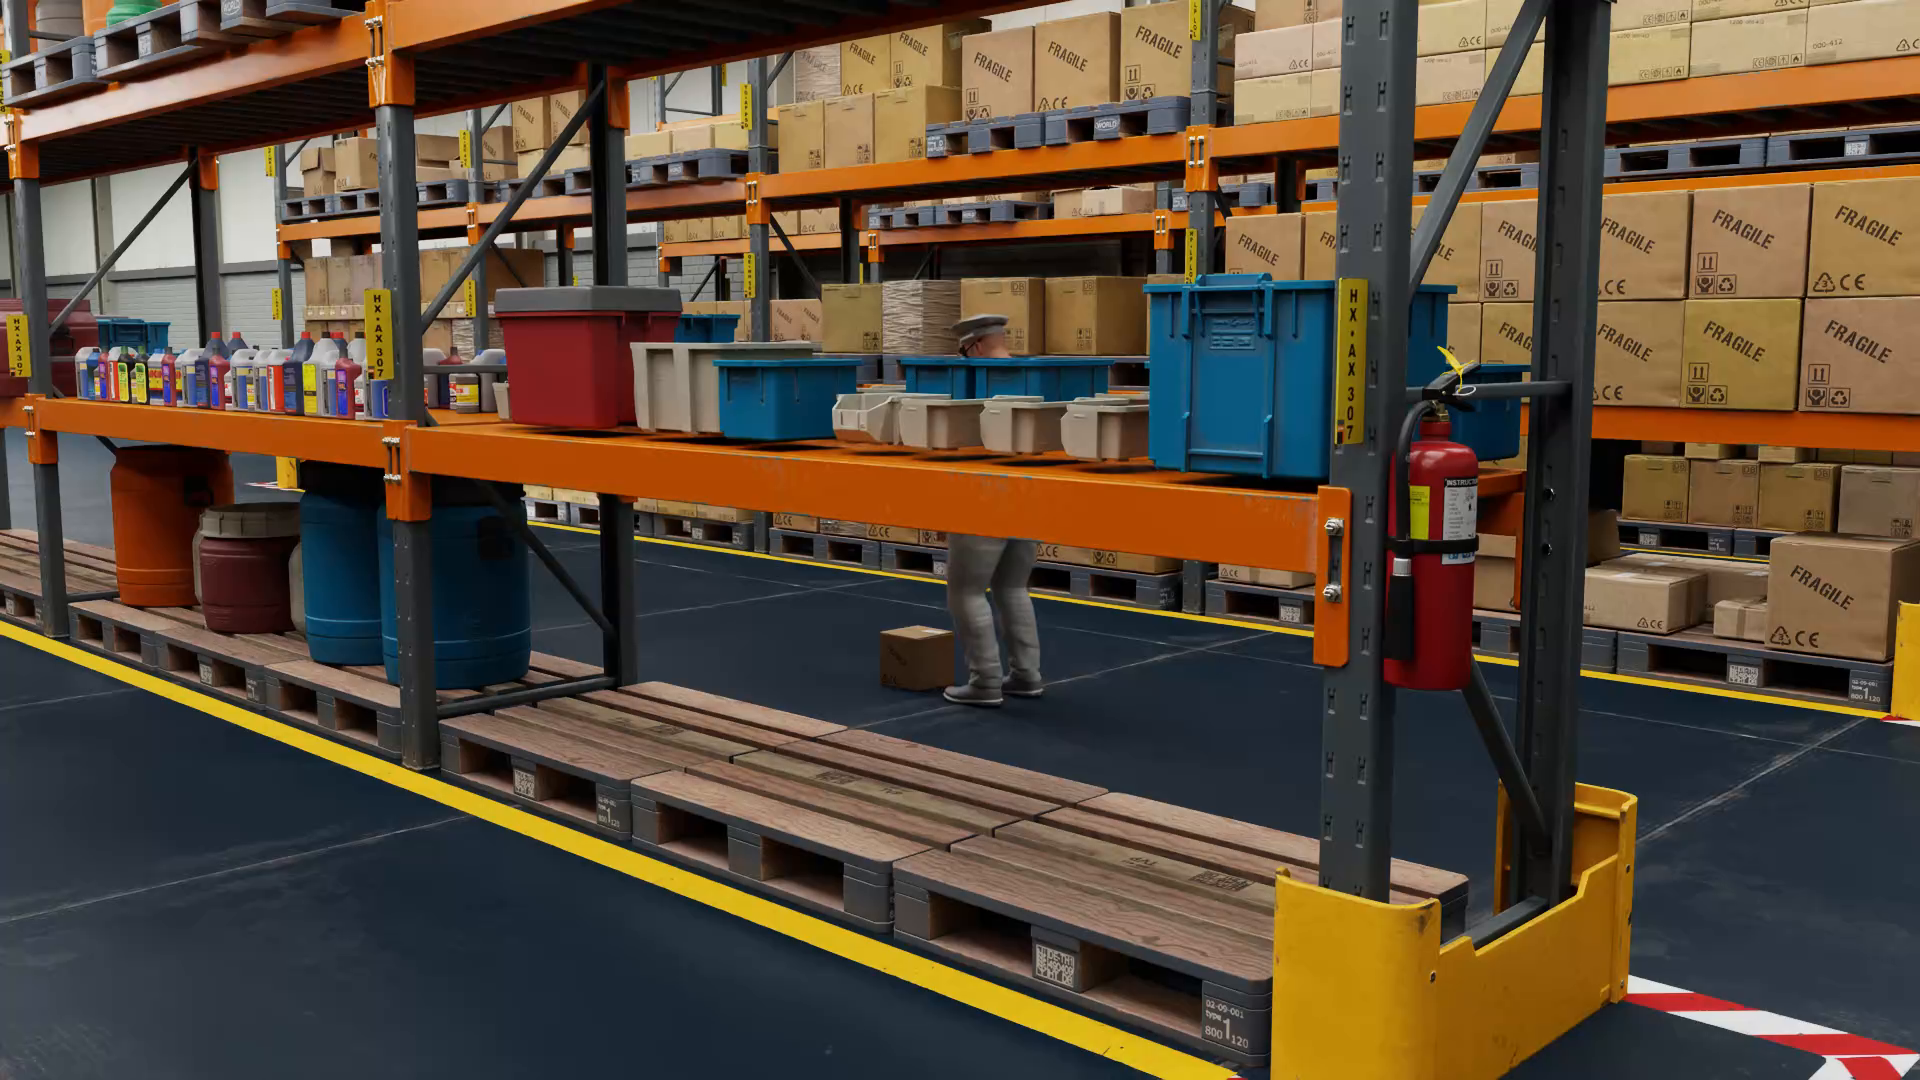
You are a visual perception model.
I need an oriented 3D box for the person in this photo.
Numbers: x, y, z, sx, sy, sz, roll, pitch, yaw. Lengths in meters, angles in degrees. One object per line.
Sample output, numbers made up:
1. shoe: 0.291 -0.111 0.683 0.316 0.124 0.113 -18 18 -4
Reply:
1. person: 0.149 -0.129 7.408 0.394 1.730 0.538 7 10 45
